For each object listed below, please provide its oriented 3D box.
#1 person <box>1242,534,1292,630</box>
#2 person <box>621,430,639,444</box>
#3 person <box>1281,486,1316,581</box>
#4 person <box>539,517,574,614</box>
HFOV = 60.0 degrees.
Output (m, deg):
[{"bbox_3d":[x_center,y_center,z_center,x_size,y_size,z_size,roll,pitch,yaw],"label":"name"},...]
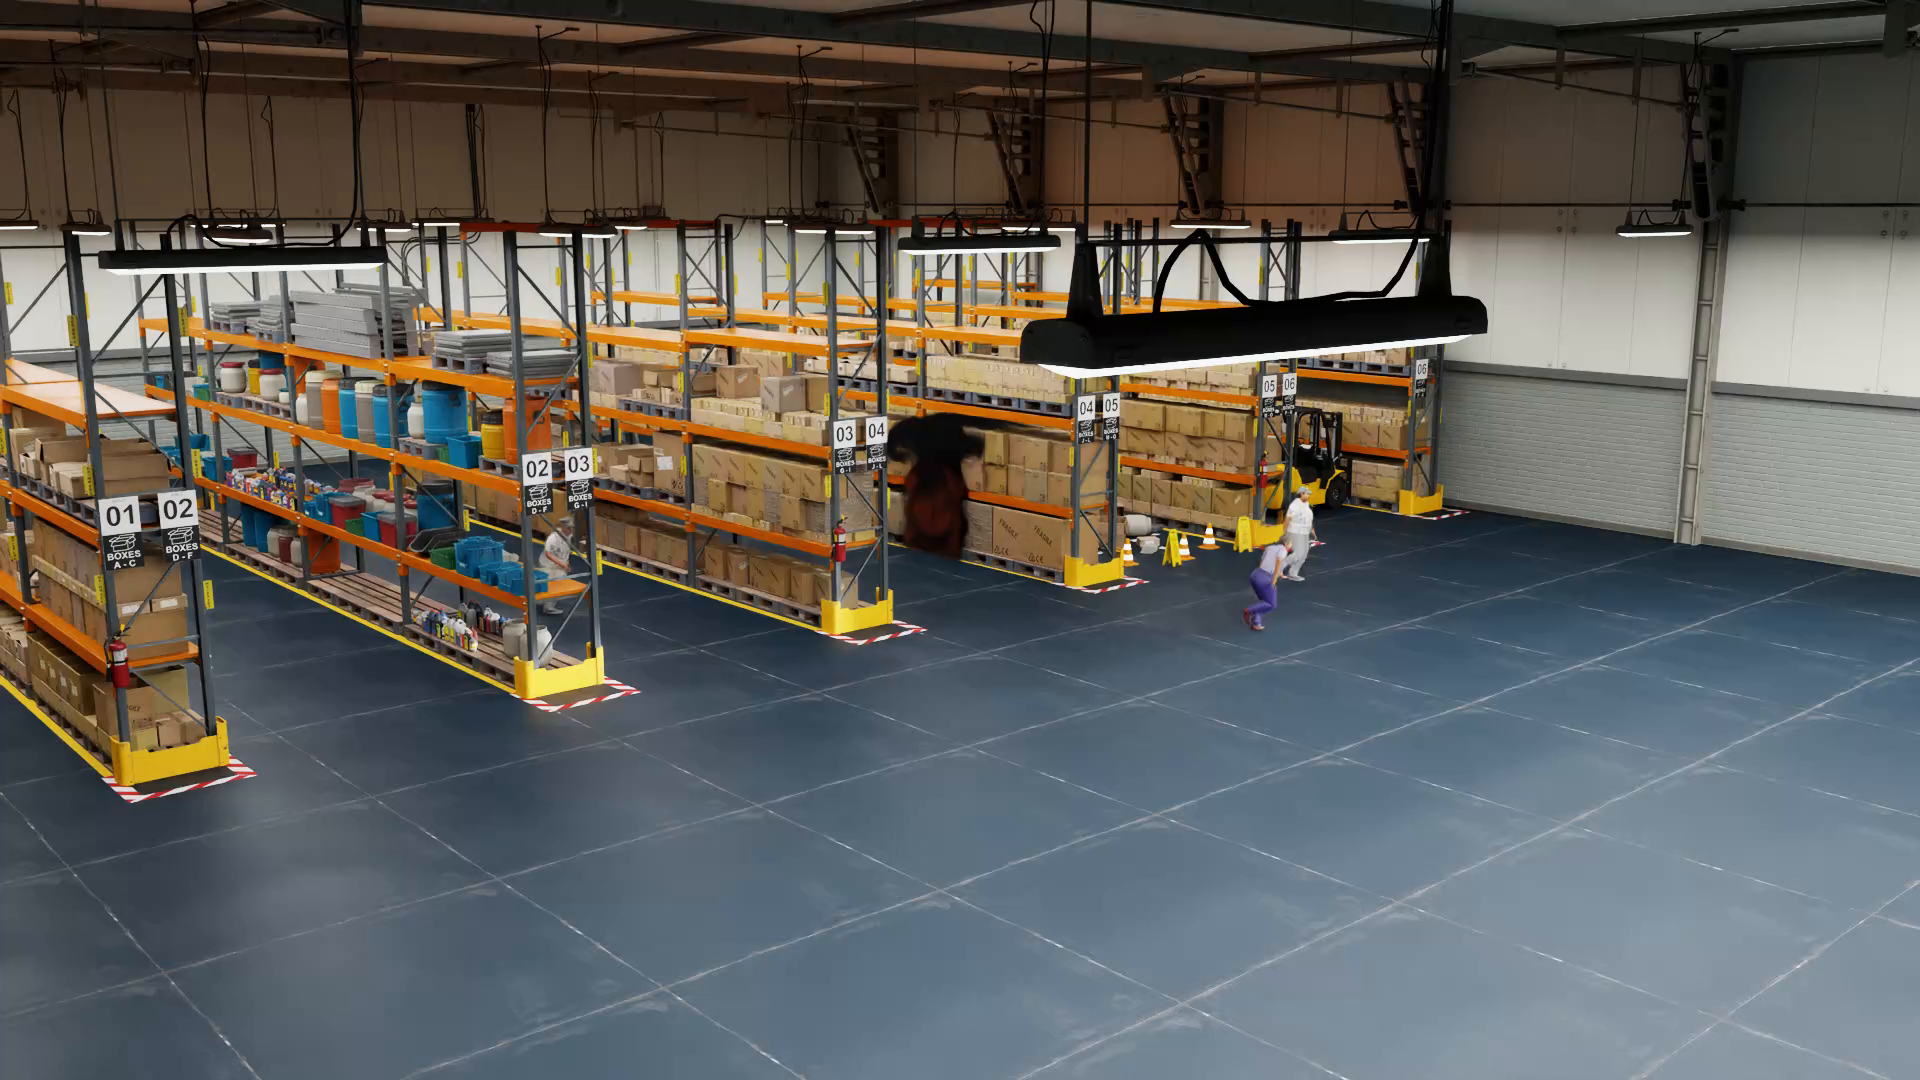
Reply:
[{"bbox_3d":[4.628,0.658,24.991,0.811,1.462,0.627,-4,12,-20],"label":"person"},{"bbox_3d":[-8.518,-3.069,42.608,0.684,1.826,0.856,3,12,15],"label":"person"},{"bbox_3d":[5.692,-0.104,28.273,0.540,1.632,0.725,9,14,37],"label":"person"},{"bbox_3d":[-6.344,0.387,25.949,0.884,1.580,0.639,3,12,16],"label":"person"}]
